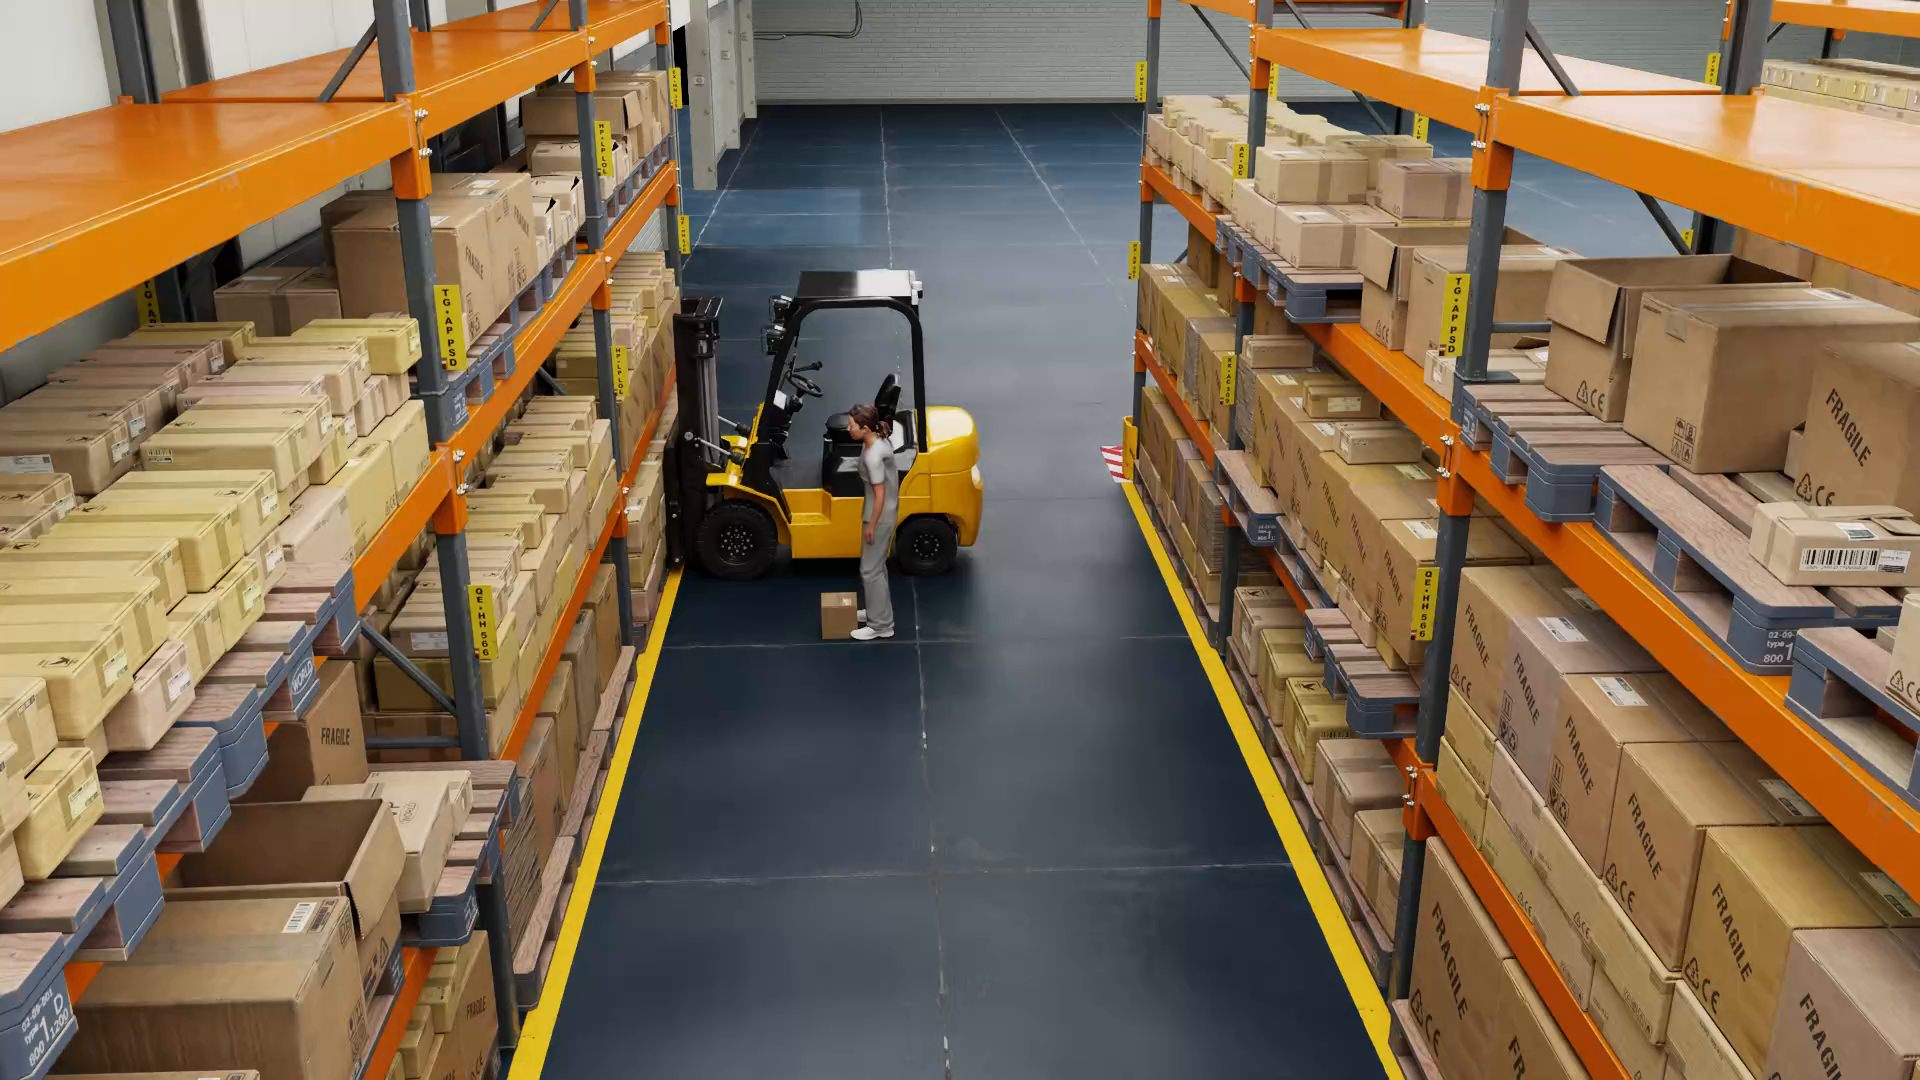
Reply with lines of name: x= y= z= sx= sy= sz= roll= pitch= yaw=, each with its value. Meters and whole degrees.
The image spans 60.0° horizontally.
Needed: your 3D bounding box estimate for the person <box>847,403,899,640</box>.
person: x=-0.597 y=-0.144 z=11.467 sx=0.358 sy=1.672 sz=0.485 roll=-1 pitch=21 yaw=-4
